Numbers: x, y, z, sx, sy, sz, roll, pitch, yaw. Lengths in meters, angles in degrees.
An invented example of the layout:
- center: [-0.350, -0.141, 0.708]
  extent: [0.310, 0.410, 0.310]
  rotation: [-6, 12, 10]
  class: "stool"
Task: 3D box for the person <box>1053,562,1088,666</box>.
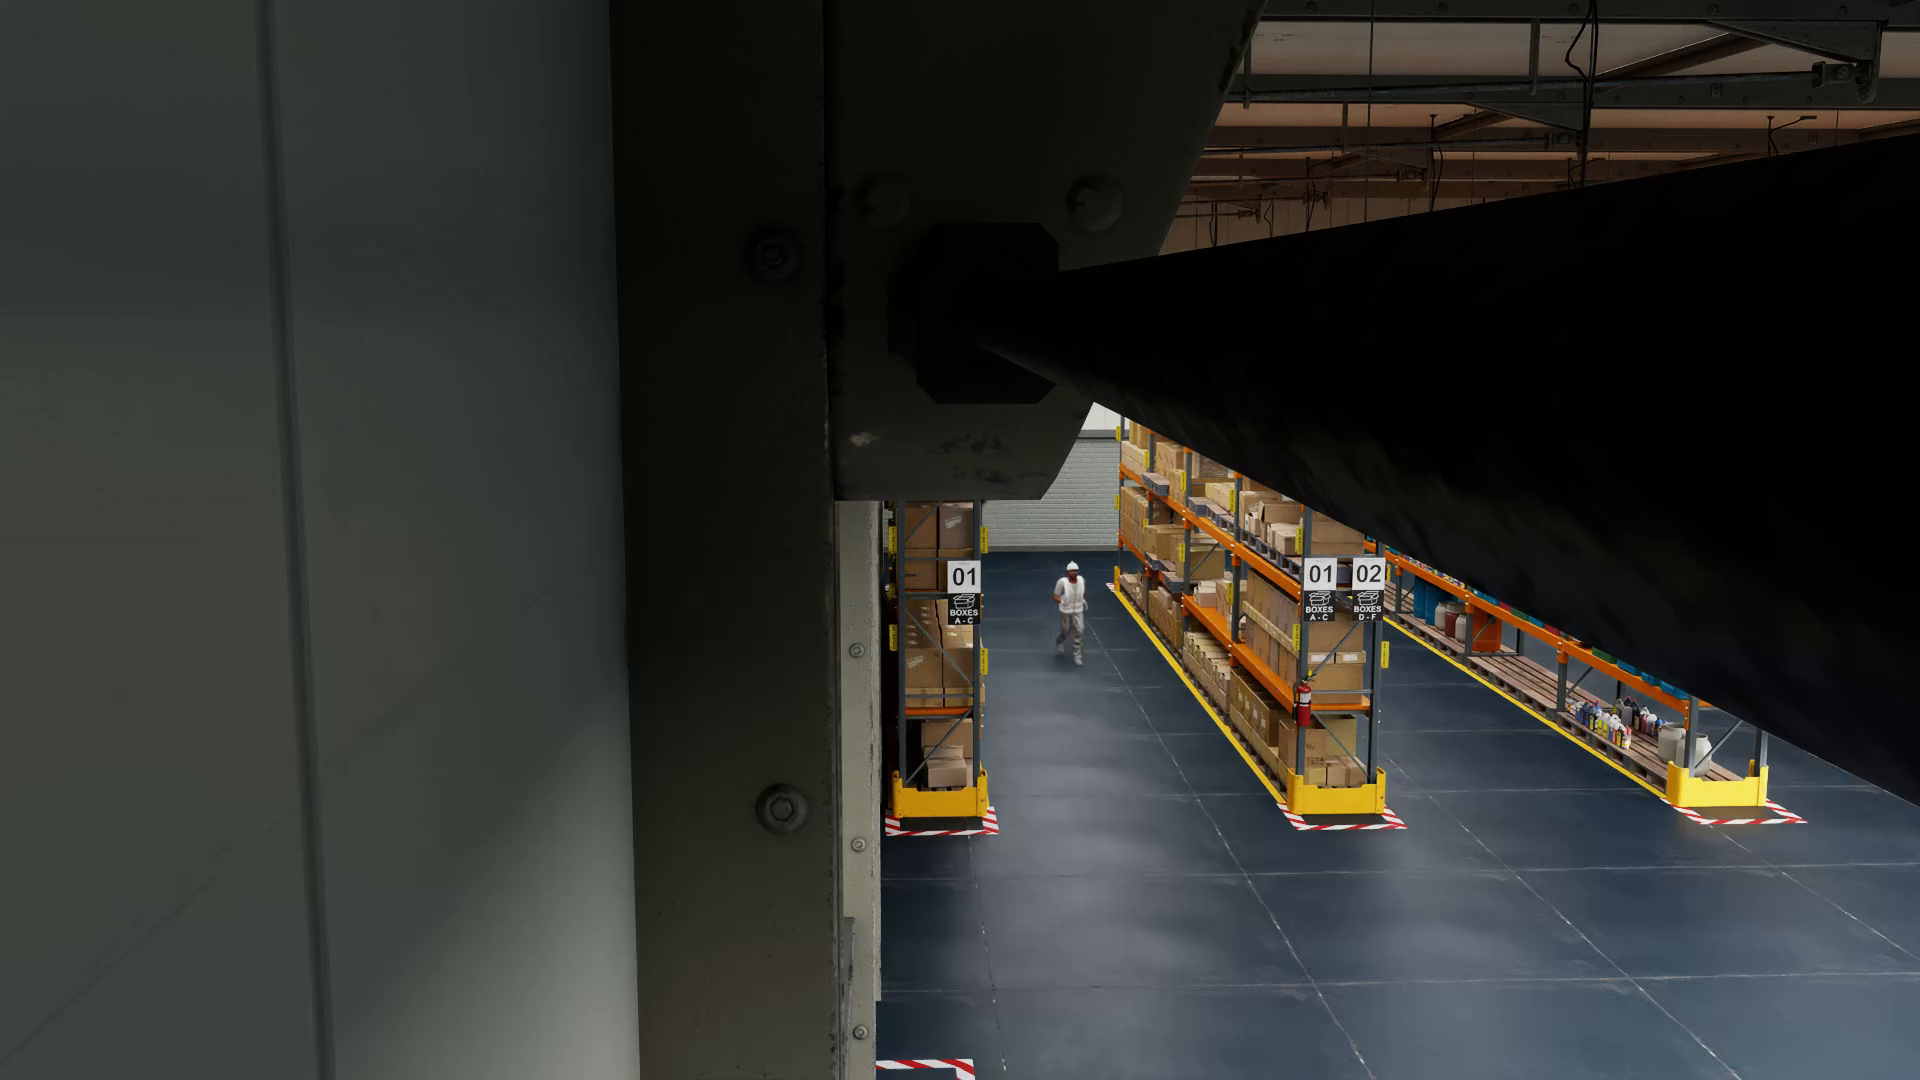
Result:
- center: [1.937, 1.254, 29.181]
  extent: [0.663, 1.773, 0.967]
  rotation: [-2, 9, -15]
  class: "person"
